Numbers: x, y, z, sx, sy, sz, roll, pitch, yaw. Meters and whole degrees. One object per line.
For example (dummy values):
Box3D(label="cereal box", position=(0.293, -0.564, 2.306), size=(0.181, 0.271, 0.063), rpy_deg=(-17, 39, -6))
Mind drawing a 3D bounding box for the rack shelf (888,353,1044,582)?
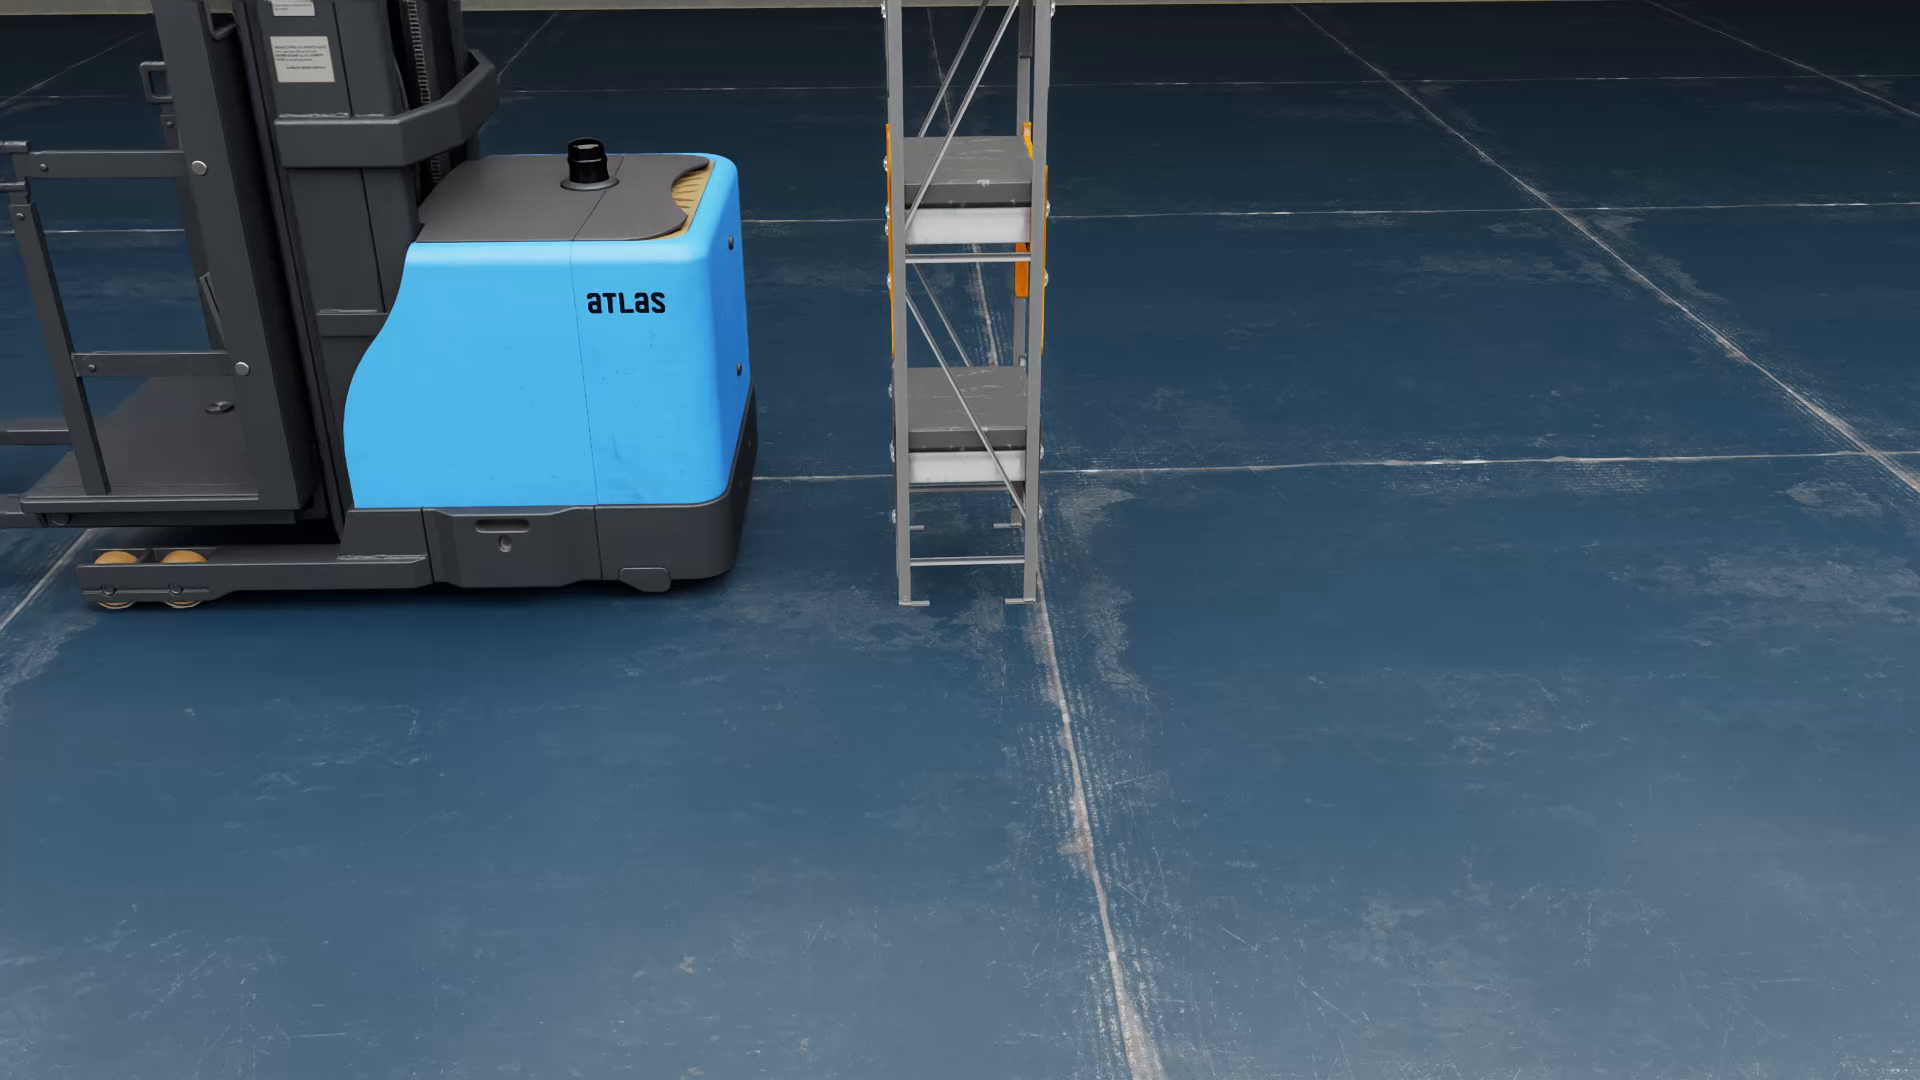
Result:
Box3D(label="rack shelf", position=(0.009, -0.222, 4.948), size=(0.431, 0.518, 0.480), rpy_deg=(-1, 28, -3))

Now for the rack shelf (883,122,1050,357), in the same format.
Box3D(label="rack shelf", position=(0.009, -0.842, 4.624), size=(0.431, 0.518, 0.480), rpy_deg=(-1, 28, -3))

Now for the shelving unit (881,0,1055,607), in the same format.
Box3D(label="shelving unit", position=(0.009, -0.855, 4.618), size=(0.431, 2.100, 0.503), rpy_deg=(-1, 28, -3))

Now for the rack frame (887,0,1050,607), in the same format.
Box3D(label="rack frame", position=(0.021, -0.742, 4.402), size=(0.400, 2.100, 0.015), rpy_deg=(-1, 28, -3))

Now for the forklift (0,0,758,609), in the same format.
Box3D(label="forklift", position=(-2.196, -1.346, 4.660), size=(3.031, 2.935, 1.130), rpy_deg=(-1, 28, -1))

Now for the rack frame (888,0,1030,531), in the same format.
Box3D(label="rack frame", position=(-0.004, -0.967, 4.834), size=(0.400, 2.100, 0.015), rpy_deg=(-1, 28, -3))

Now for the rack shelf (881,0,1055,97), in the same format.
Box3D(label="rack shelf", position=(0.009, -1.463, 4.300), size=(0.431, 0.518, 0.480), rpy_deg=(-1, 28, -3))
